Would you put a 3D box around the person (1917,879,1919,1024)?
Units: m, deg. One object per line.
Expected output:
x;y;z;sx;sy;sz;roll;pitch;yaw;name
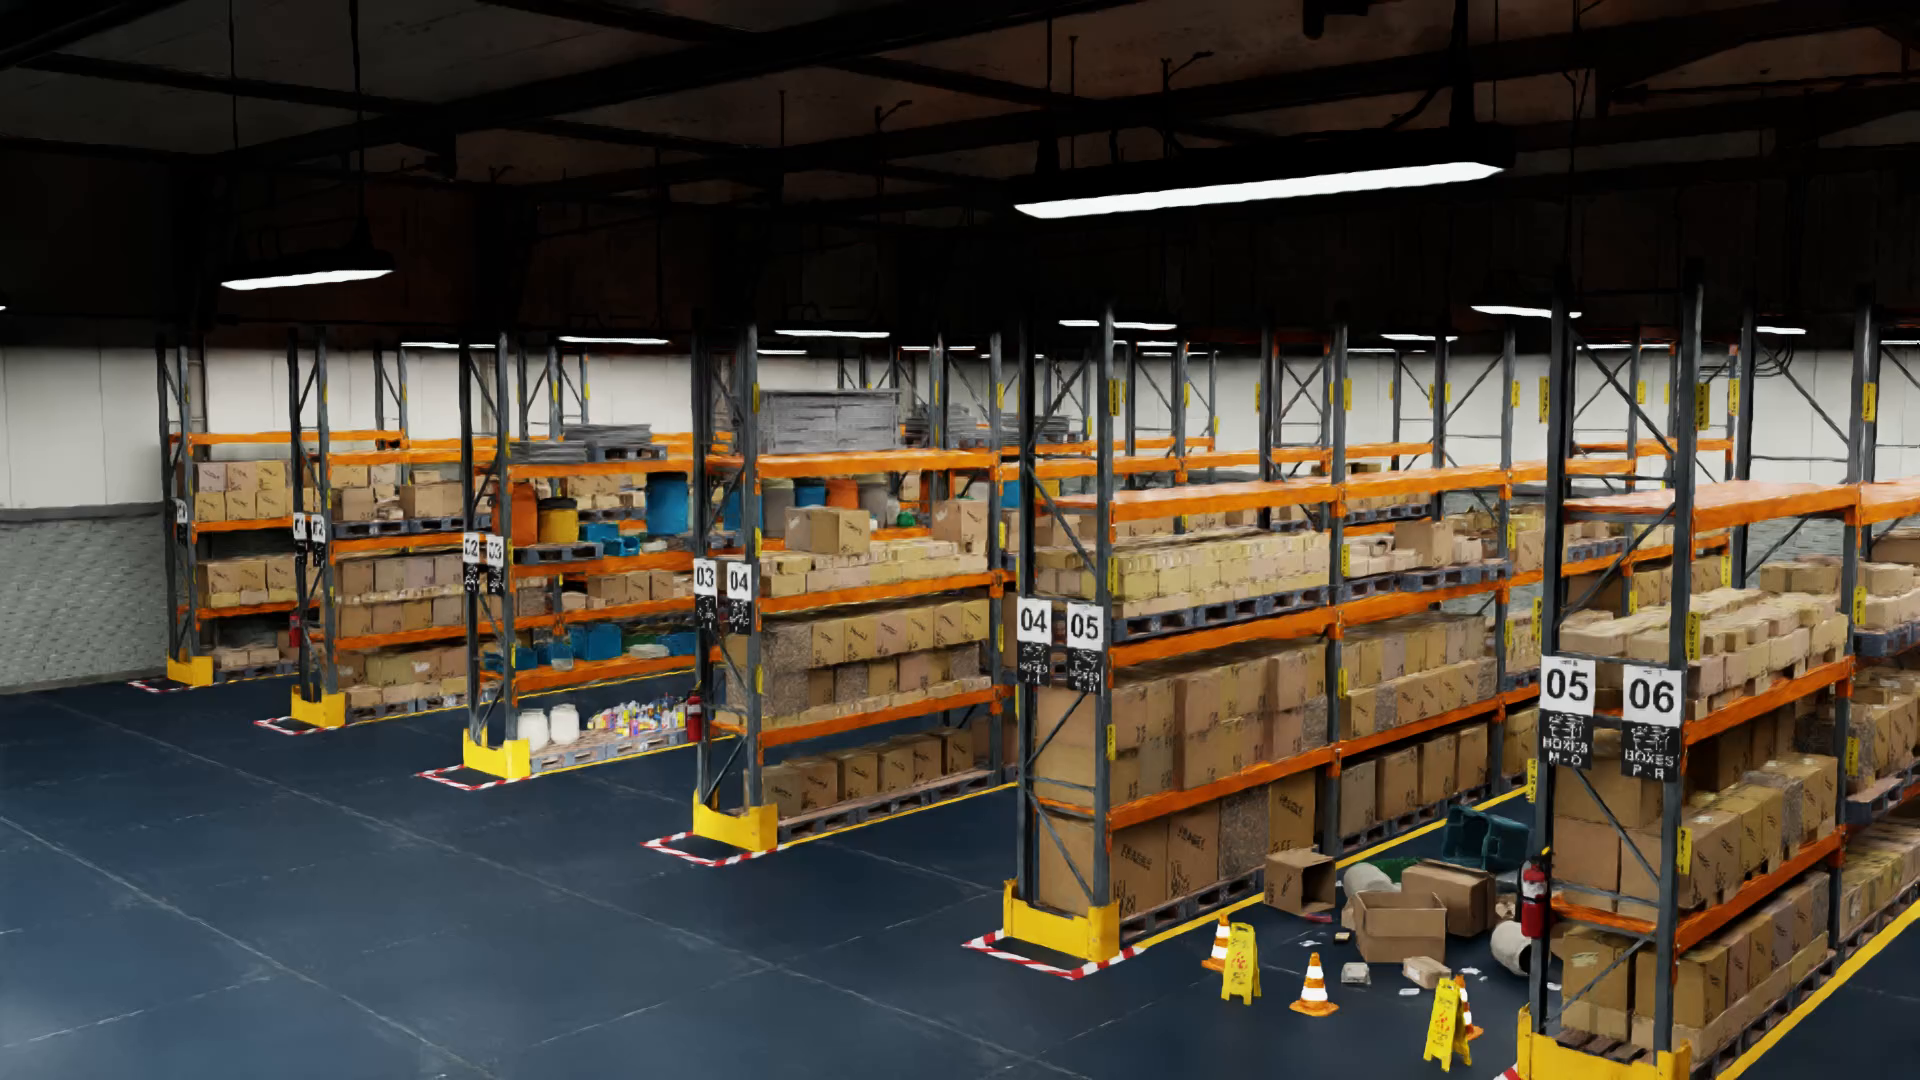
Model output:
7.981;3.071;13.402;0.599;1.659;0.556;-1;6;-14;person
